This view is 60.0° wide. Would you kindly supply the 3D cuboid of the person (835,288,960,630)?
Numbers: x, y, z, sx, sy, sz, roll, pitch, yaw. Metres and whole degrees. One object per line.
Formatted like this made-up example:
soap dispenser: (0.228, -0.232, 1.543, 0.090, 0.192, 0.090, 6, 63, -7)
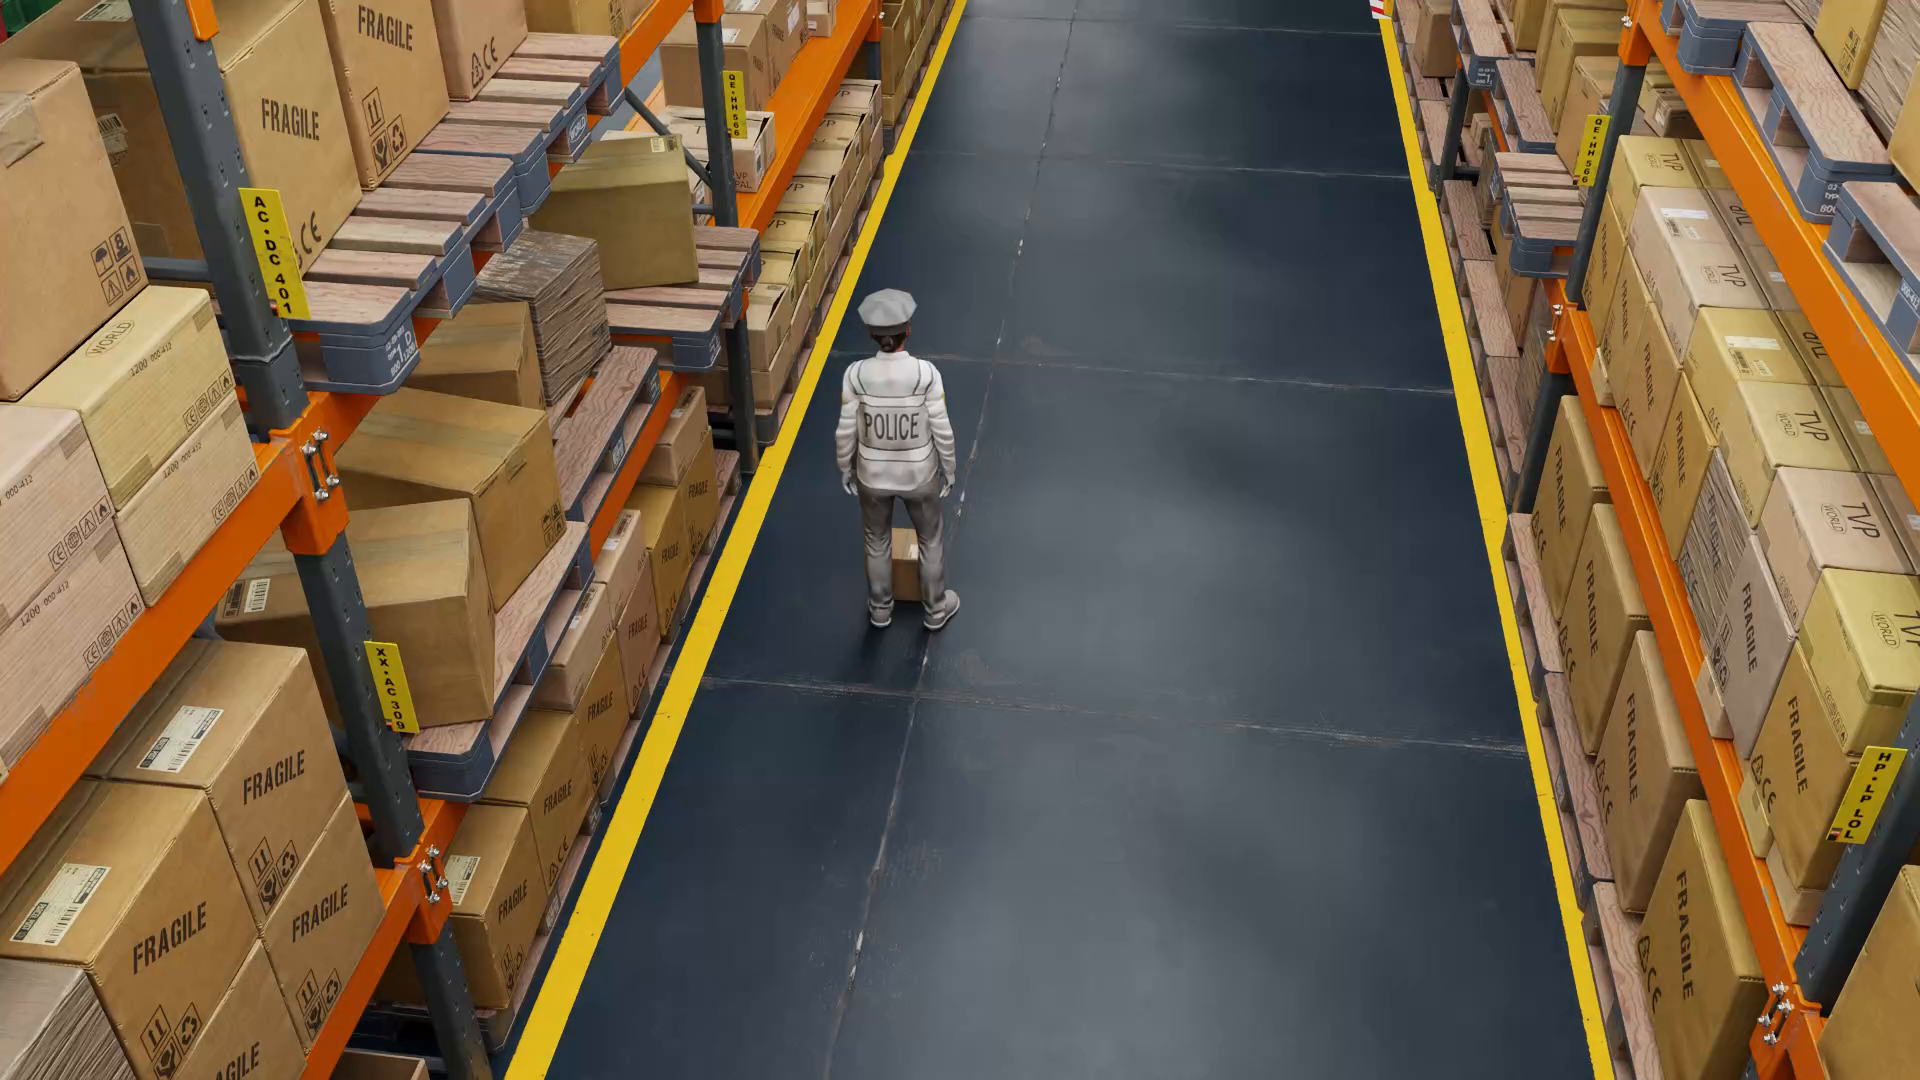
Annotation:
person: (-0.279, -0.304, 7.450, 0.541, 1.661, 0.374, 2, 36, 3)
